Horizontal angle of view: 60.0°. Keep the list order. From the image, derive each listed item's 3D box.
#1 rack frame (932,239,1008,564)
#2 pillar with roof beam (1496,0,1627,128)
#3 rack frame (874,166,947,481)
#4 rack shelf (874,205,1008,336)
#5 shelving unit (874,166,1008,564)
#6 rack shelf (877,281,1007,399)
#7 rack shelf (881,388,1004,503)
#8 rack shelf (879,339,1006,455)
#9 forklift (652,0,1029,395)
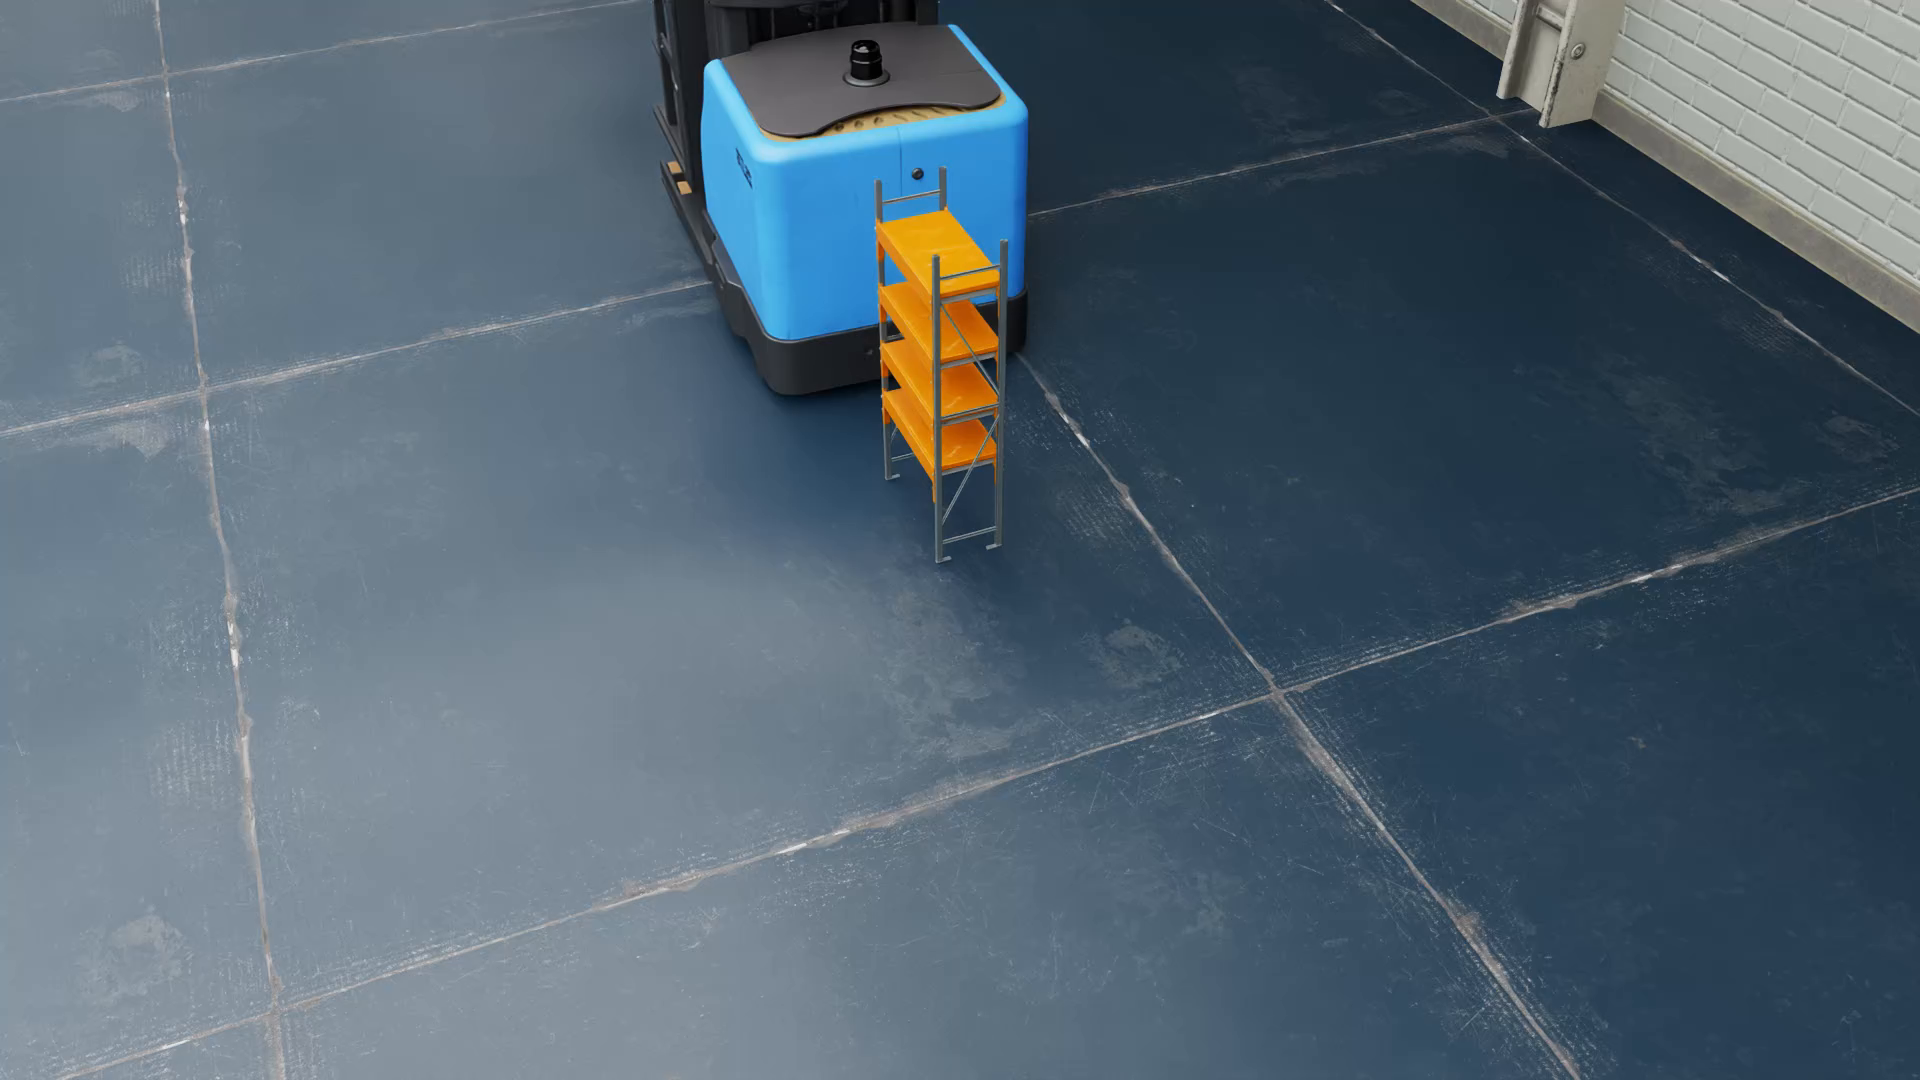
[{"bbox_3d":[0.030,-0.408,5.304,0.240,1.200,0.015,-15,43,-17],"label":"rack frame"},{"bbox_3d":[-1.070,-4.494,4.075,9.100,9.000,0.400,-15,43,-17],"label":"pillar with roof beam"},{"bbox_3d":[-0.157,-0.702,5.646,0.240,1.200,0.015,-15,43,-17],"label":"rack frame"},{"bbox_3d":[-0.063,-0.853,5.219,0.258,0.148,0.480,-15,43,-17],"label":"rack shelf"},{"bbox_3d":[-0.063,-0.555,5.475,0.258,1.200,0.503,-15,43,-17],"label":"shelving unit"},{"bbox_3d":[-0.063,-0.673,5.373,0.258,0.148,0.480,-15,43,-17],"label":"rack shelf"},{"bbox_3d":[-0.063,-0.353,5.648,0.258,0.148,0.480,-15,43,-17],"label":"rack shelf"},{"bbox_3d":[-0.063,-0.504,5.519,0.258,0.148,0.480,-15,43,-17],"label":"rack shelf"},{"bbox_3d":[-0.714,-2.626,6.556,1.130,2.935,3.031,-13,42,-15],"label":"forklift"}]
